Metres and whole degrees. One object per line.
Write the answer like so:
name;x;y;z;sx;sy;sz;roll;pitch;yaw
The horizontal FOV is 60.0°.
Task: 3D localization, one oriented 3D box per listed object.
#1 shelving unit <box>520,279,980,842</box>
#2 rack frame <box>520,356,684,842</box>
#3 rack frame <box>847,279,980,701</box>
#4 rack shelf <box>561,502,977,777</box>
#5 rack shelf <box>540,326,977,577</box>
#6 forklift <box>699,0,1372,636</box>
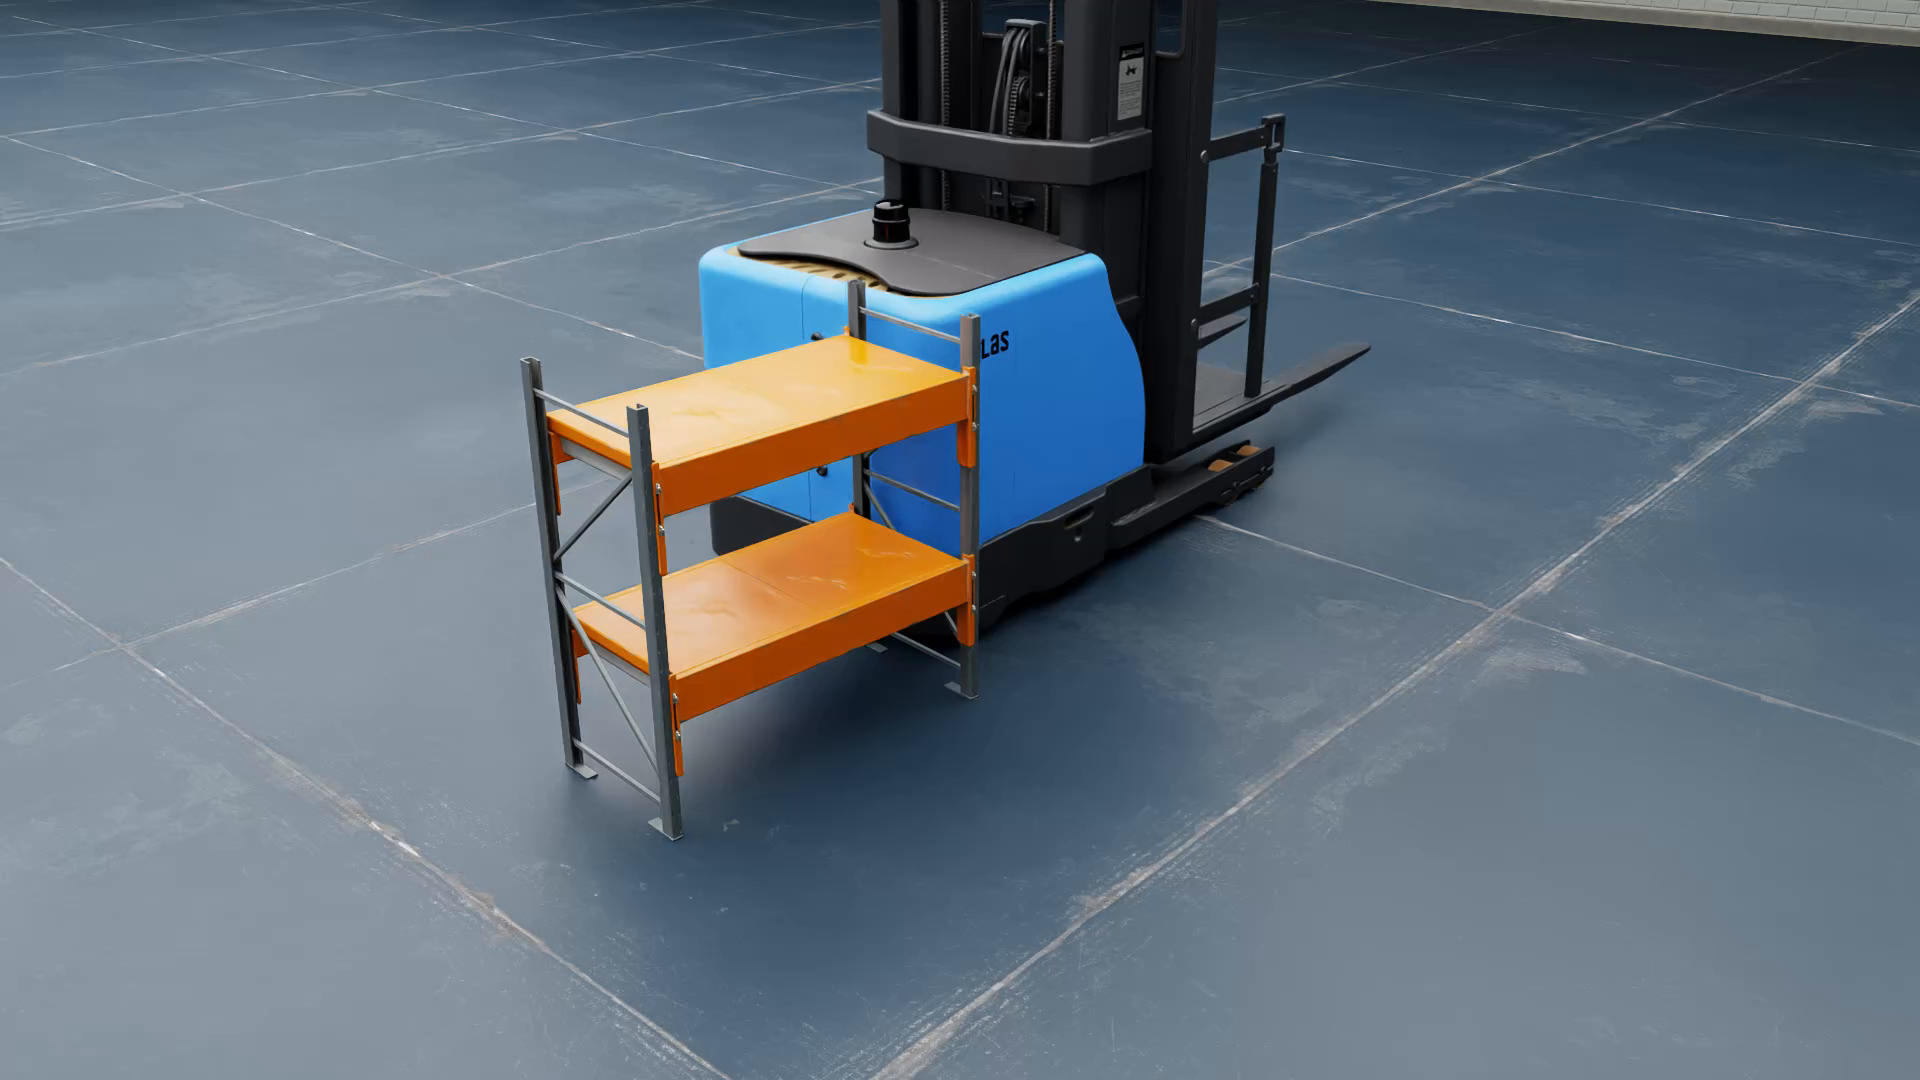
shelving unit;-0.498;0.009;4.356;1.048;1.125;0.538;-21;32;-39
rack frame;-0.867;0.152;4.036;0.032;1.125;0.500;-21;32;-39
rack frame;-0.130;-0.135;4.675;0.032;1.125;0.500;-21;32;-39
rack shelf;-0.498;0.232;4.456;1.000;0.278;0.538;-21;32;-39
rack shelf;-0.498;-0.258;4.236;1.000;0.278;0.538;-21;32;-39
forklift;0.514;-1.580;5.691;1.130;2.935;3.031;19;30;36
